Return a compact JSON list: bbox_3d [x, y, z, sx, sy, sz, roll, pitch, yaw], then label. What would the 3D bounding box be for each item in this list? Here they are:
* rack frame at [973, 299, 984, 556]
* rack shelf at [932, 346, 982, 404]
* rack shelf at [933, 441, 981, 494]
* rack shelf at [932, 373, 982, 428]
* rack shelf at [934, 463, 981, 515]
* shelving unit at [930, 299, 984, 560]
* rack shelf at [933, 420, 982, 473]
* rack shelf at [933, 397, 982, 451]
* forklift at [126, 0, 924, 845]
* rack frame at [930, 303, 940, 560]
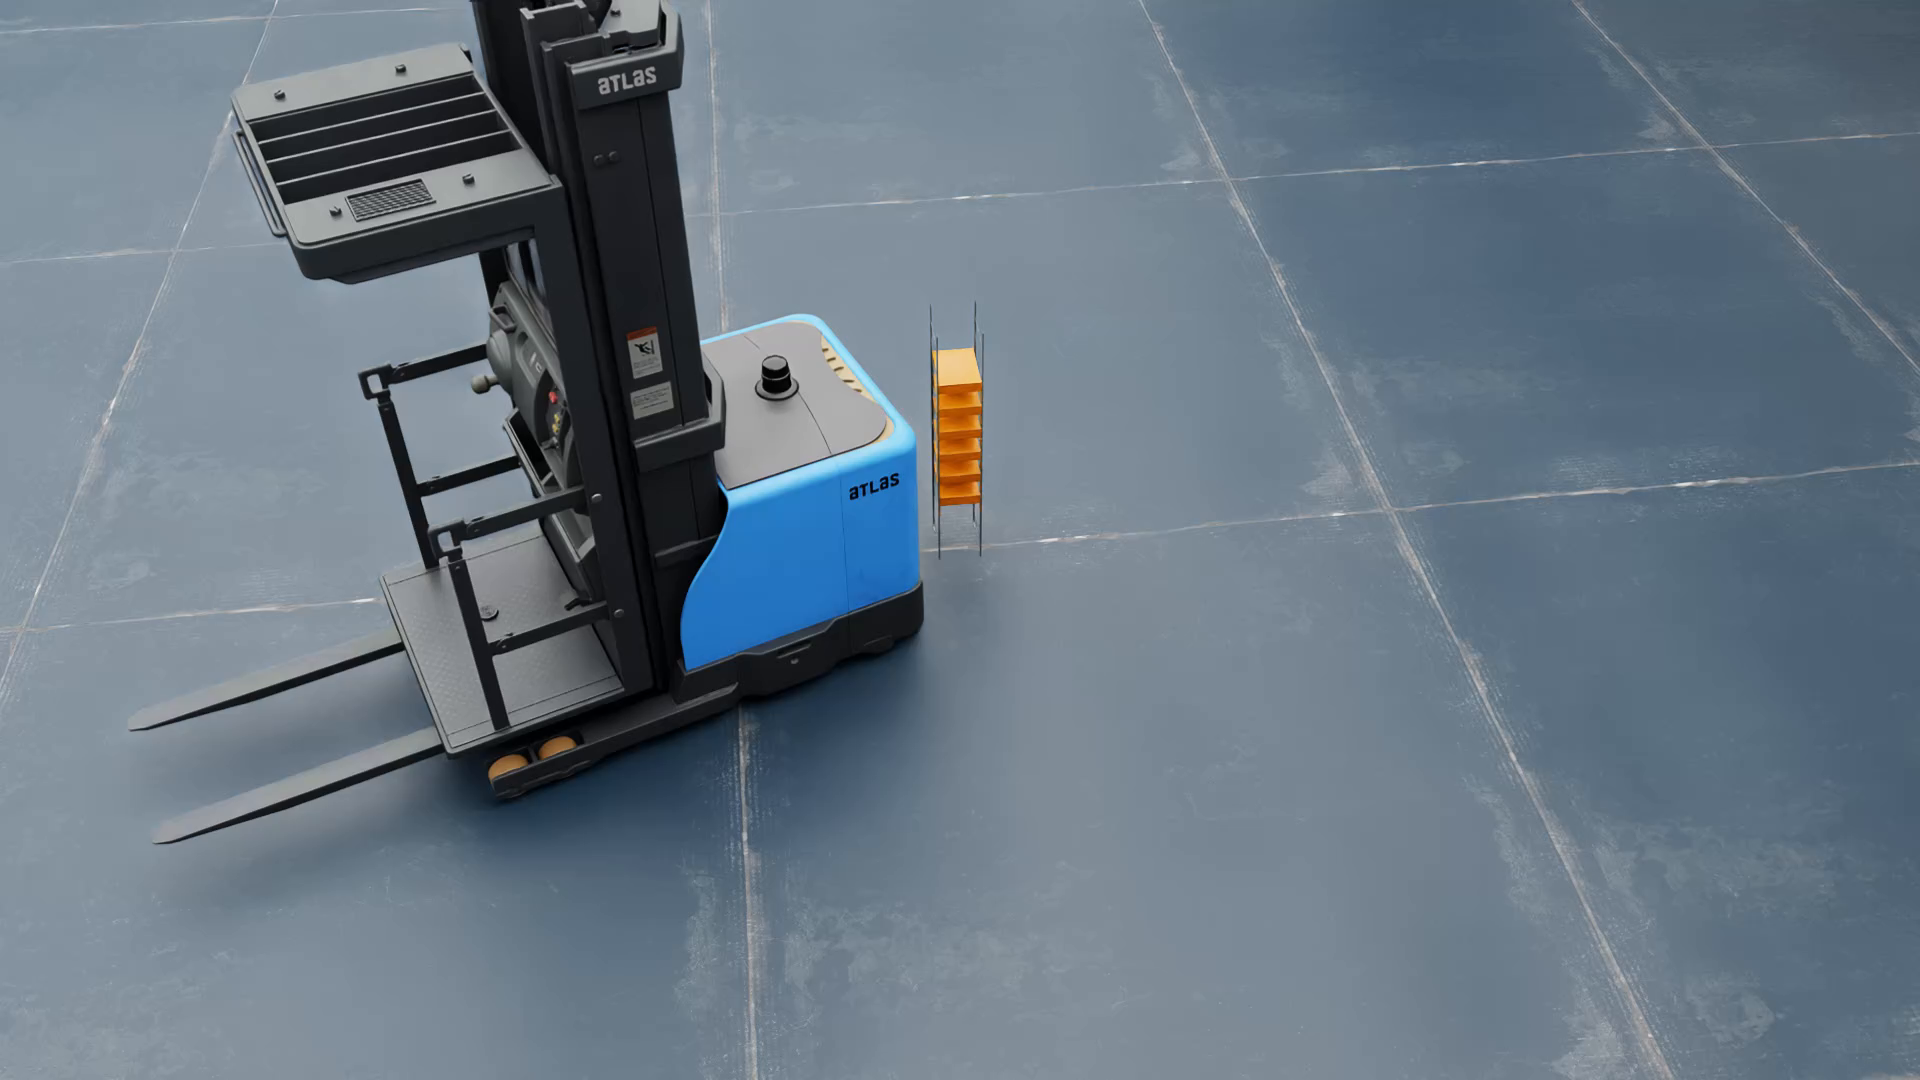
[{"bbox_3d":[0.076,-0.452,7.071,0.006,1.200,0.240,-5,42,-6],"label":"rack frame"},{"bbox_3d":[-0.014,-0.679,6.851,0.180,0.103,0.258,-5,42,-6],"label":"rack shelf"},{"bbox_3d":[-0.014,-0.322,7.172,0.180,0.103,0.258,-5,42,-6],"label":"rack shelf"},{"bbox_3d":[-0.014,-0.589,6.931,0.180,0.103,0.258,-5,42,-6],"label":"rack shelf"},{"bbox_3d":[-0.014,-0.233,7.252,0.180,0.103,0.258,-5,42,-6],"label":"rack shelf"},{"bbox_3d":[-0.014,-0.444,7.062,0.189,1.200,0.258,-5,42,-6],"label":"shelving unit"},{"bbox_3d":[-0.014,-0.411,7.092,0.180,0.103,0.258,-5,42,-6],"label":"rack shelf"},{"bbox_3d":[-0.014,-0.500,7.011,0.180,0.103,0.258,-5,42,-6],"label":"rack shelf"},{"bbox_3d":[-1.698,-0.509,5.842,3.031,2.935,1.130,-20,46,-20],"label":"forklift"},{"bbox_3d":[-0.105,-0.436,7.053,0.006,1.200,0.240,-5,42,-6],"label":"rack frame"}]
